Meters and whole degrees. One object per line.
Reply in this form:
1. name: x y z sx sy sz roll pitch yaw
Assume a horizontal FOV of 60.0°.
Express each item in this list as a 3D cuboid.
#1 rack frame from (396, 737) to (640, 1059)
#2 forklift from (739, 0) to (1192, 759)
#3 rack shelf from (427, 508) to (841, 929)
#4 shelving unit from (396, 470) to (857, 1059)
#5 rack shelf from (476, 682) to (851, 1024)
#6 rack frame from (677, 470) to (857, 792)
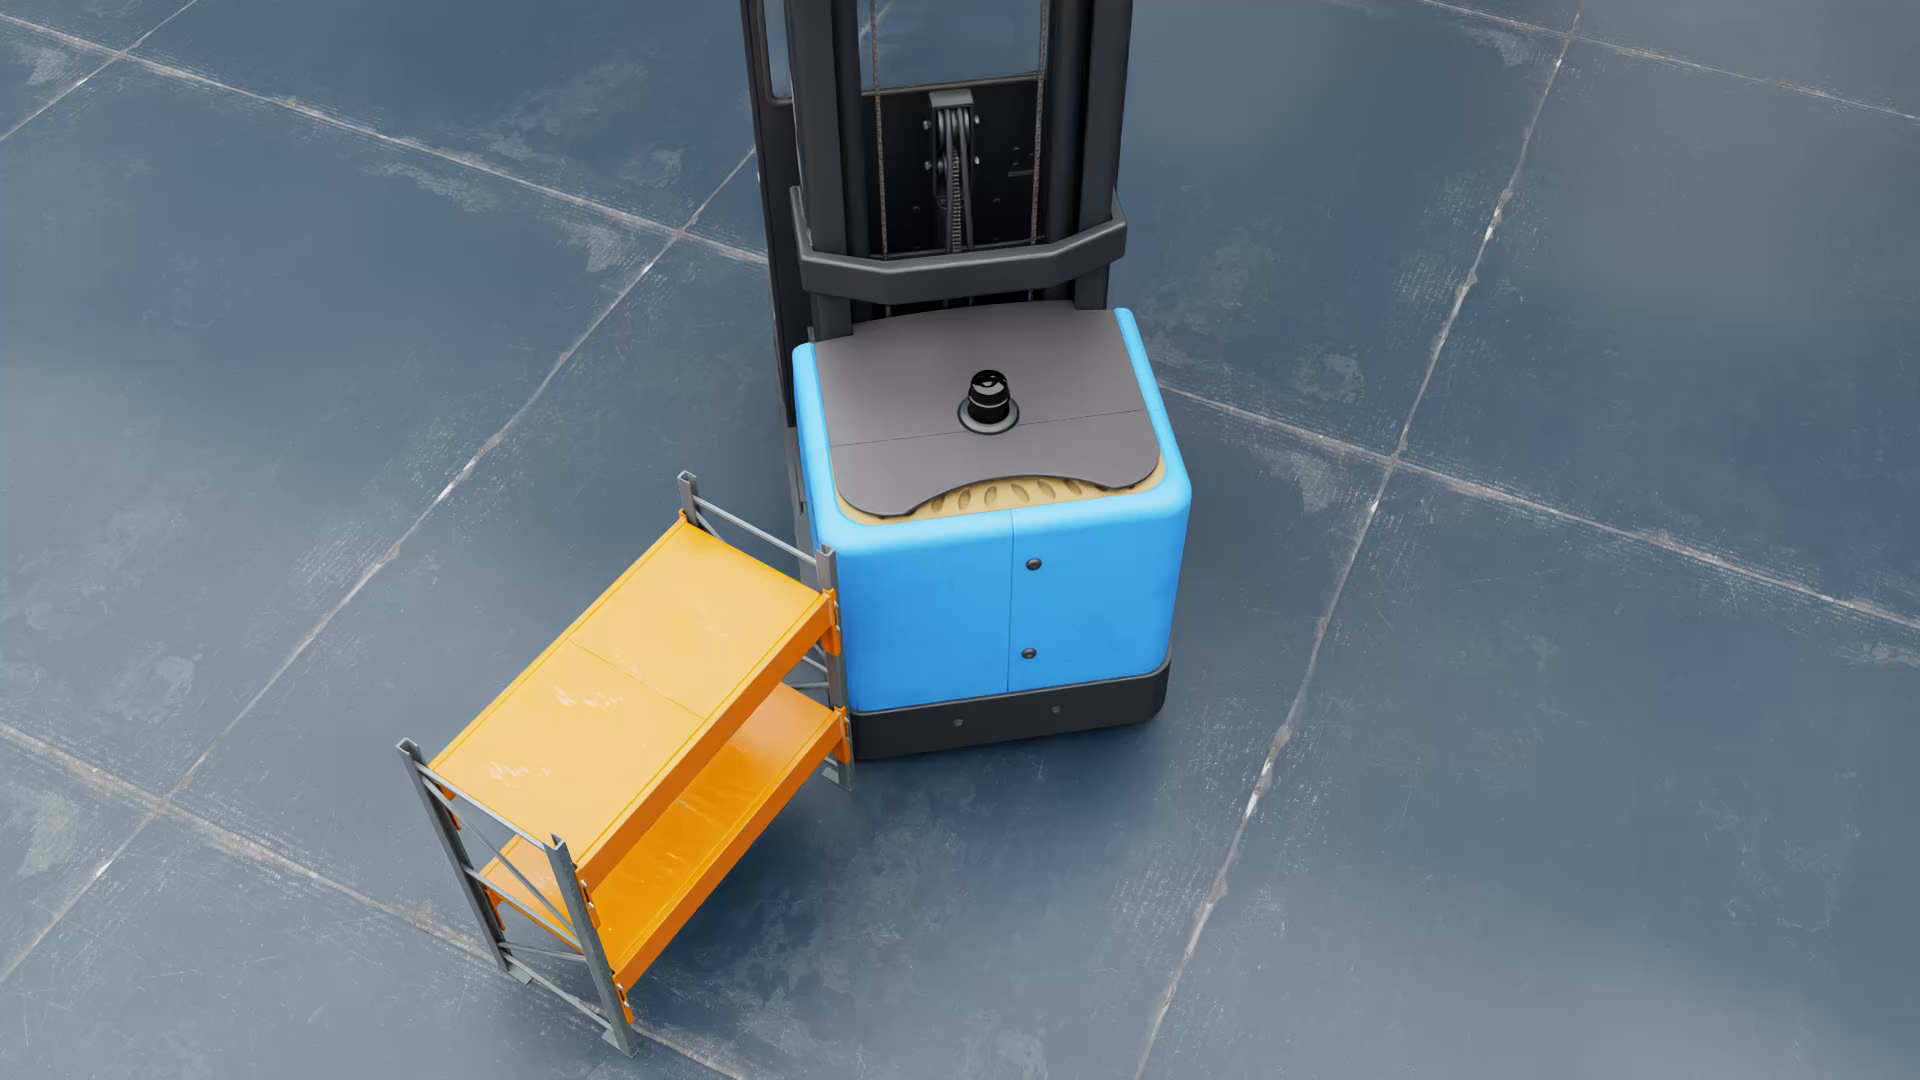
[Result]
1. rack frame: -1.096 0.939 4.213 0.500 1.125 0.032 27 55 21
2. forklift: -0.102 -1.422 5.036 1.130 2.935 3.031 -7 50 -6
3. rack shelf: -0.815 0.426 4.265 0.538 0.278 1.000 27 55 21
4. shelving unit: -0.815 0.616 4.488 0.538 1.125 1.048 27 55 21
5. rack shelf: -0.815 0.774 4.674 0.538 0.278 1.000 27 55 21
6. rack frame: -0.535 0.293 4.763 0.500 1.125 0.032 27 55 21
